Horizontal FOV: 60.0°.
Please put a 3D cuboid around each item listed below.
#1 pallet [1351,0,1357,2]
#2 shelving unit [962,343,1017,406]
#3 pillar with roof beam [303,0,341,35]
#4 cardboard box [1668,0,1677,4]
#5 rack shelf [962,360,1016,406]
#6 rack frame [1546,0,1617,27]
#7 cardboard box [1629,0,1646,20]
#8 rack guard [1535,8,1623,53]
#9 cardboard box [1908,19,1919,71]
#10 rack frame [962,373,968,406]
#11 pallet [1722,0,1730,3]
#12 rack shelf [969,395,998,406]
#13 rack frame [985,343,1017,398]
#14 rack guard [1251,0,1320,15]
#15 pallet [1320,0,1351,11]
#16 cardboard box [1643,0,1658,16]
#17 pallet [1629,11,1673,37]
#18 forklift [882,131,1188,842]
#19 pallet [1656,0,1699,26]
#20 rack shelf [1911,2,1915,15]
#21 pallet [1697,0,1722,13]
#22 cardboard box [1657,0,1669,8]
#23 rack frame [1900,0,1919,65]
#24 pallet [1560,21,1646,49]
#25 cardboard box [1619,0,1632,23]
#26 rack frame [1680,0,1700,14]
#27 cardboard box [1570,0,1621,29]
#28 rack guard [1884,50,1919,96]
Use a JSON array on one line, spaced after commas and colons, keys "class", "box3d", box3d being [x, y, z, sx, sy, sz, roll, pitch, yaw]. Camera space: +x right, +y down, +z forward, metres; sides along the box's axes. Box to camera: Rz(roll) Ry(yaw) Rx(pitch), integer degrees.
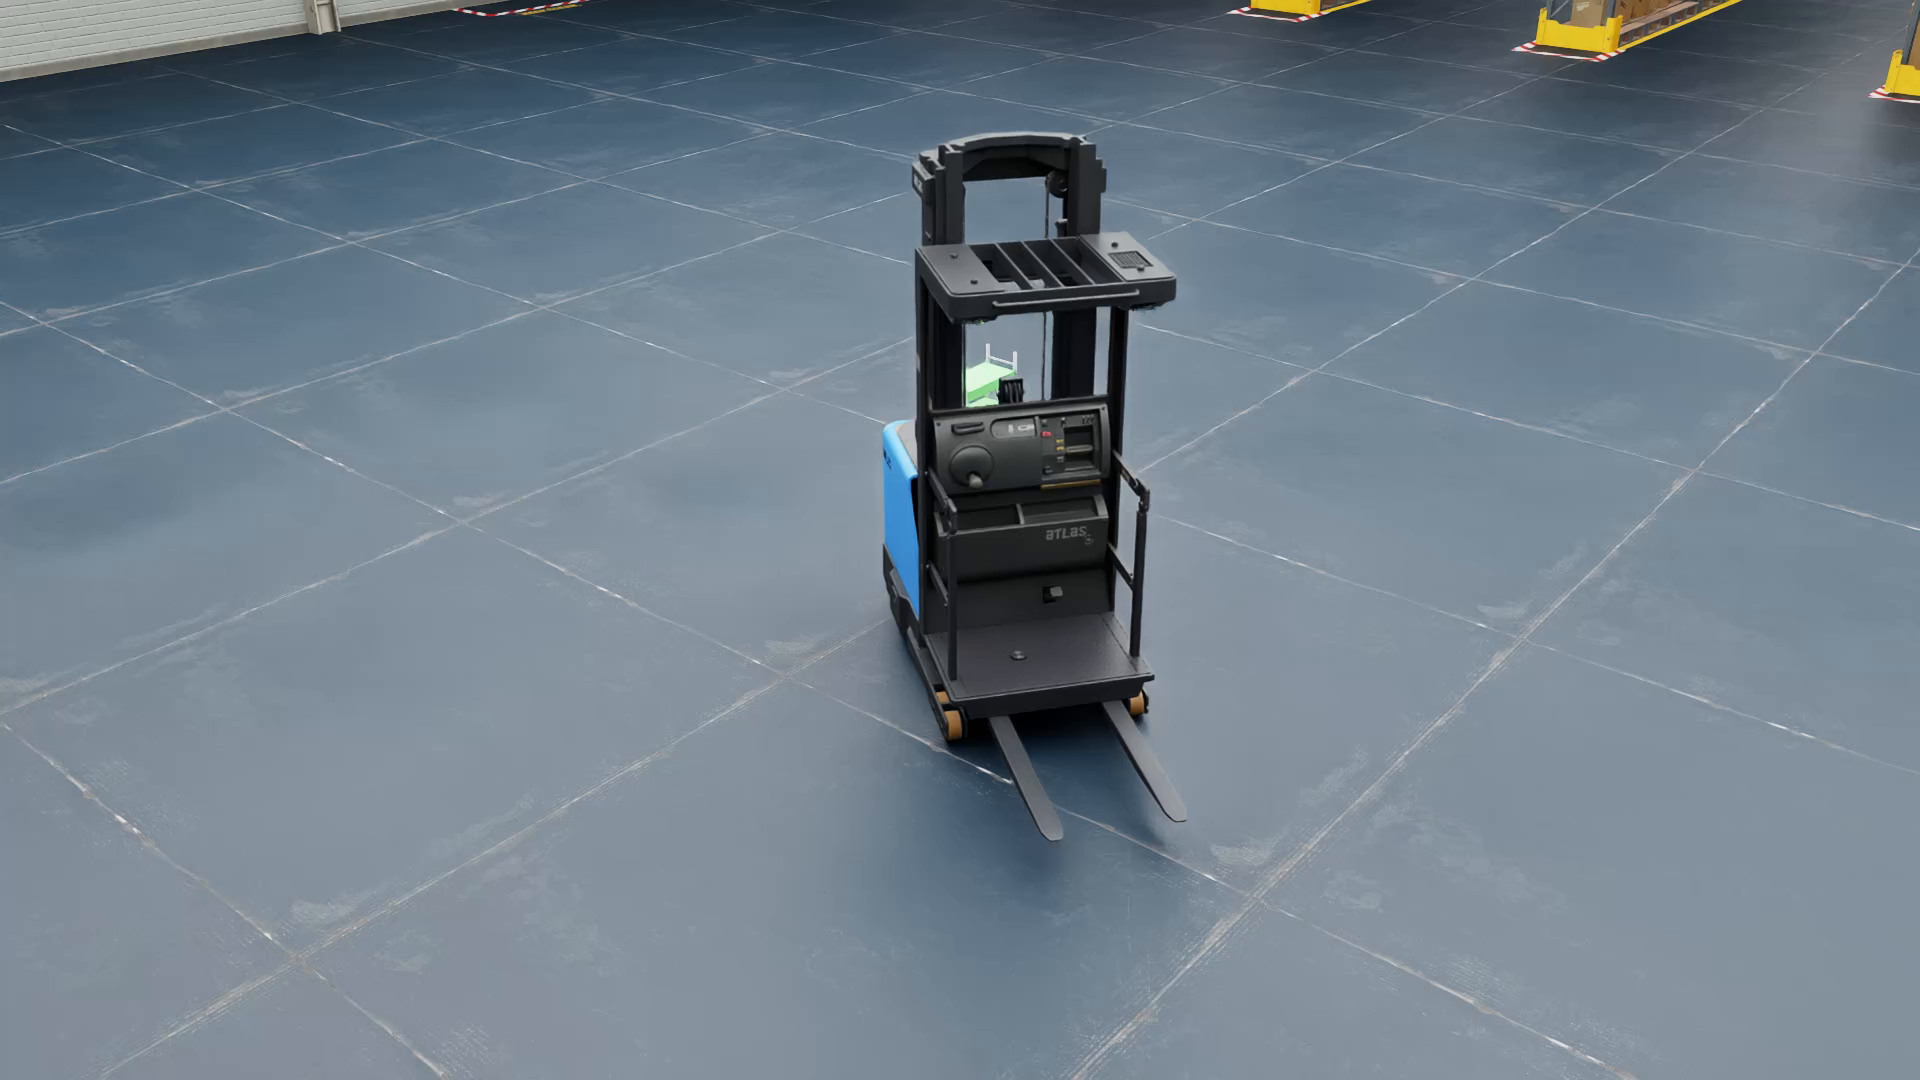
[{"class": "pallet", "box3d": [6.769, -9.745, 29.358, 1.003, 0.211, 1.213, 21, 34, 34]}, {"class": "shelving unit", "box3d": [0.105, -0.592, 10.588, 0.258, 1.200, 0.503, 21, 34, 34]}, {"class": "pillar with roof beam", "box3d": [-6.718, -10.774, 21.784, 9.100, 9.000, 0.400, 21, 34, 34]}, {"class": "cardboard box", "box3d": [11.541, -9.143, 27.422, 0.500, 0.500, 0.500, 20, 33, 33]}, {"class": "rack shelf", "box3d": [0.105, -0.961, 10.397, 0.258, 0.148, 0.480, 21, 34, 34]}, {"class": "rack frame", "box3d": [9.282, -8.779, 24.455, 1.000, 3.000, 0.127, 21, 34, 34]}, {"class": "cardboard box", "box3d": [10.459, -8.510, 26.199, 0.500, 0.500, 0.500, 25, 36, 39]}, {"class": "rack guard", "box3d": [9.330, -7.695, 25.081, 1.175, 0.500, 0.348, 21, 34, 34]}, {"class": "cardboard box", "box3d": [13.425, -6.796, 22.477, 0.875, 0.875, 0.875, 21, 34, 35]}, {"class": "rack frame", "box3d": [-0.050, -0.505, 10.421, 0.240, 1.200, 0.015, 21, 34, 34]}, {"class": "pallet", "box3d": [13.096, -9.669, 29.211, 1.003, 0.211, 1.213, 21, 34, 34]}, {"class": "rack shelf", "box3d": [0.105, -0.748, 10.507, 0.258, 0.148, 0.480, 21, 34, 34]}, {"class": "rack frame", "box3d": [0.261, -0.678, 10.755, 0.240, 1.200, 0.015, 21, 34, 34]}, {"class": "rack guard", "box3d": [5.472, -9.157, 27.906, 1.175, 0.500, 0.348, 21, 34, 34]}, {"class": "pallet", "box3d": [5.993, -9.315, 28.526, 1.003, 0.211, 1.213, 21, 34, 34]}, {"class": "cardboard box", "box3d": [10.848, -8.695, 26.556, 0.500, 0.500, 0.500, 17, 32, 30]}, {"class": "pallet", "box3d": [10.651, -8.275, 26.517, 1.003, 0.211, 1.213, 21, 34, 34]}, {"class": "forklift", "box3d": [0.377, -0.439, 8.409, 1.130, 2.935, 3.031, -6, 28, -12]}, {"class": "pallet", "box3d": [11.426, -8.710, 27.357, 1.003, 0.211, 1.213, 21, 34, 34]}, {"class": "rack shelf", "box3d": [14.317, -7.683, 23.119, 1.077, 0.370, 4.000, 21, 34, 34]}, {"class": "pallet", "box3d": [12.320, -9.235, 28.371, 1.003, 0.211, 1.213, 21, 34, 34]}, {"class": "cardboard box", "box3d": [11.183, -8.938, 27.026, 0.500, 0.500, 0.500, -16, 31, -28]}, {"class": "rack frame", "box3d": [13.045, -7.293, 21.583, 1.000, 3.000, 0.127, 21, 34, 34]}, {"class": "pallet", "box3d": [9.874, -7.845, 25.684, 1.003, 0.211, 1.213, 21, 34, 34]}, {"class": "cardboard box", "box3d": [10.046, -8.293, 25.780, 0.500, 0.500, 0.500, -18, 32, -31]}, {"class": "rack frame", "box3d": [11.826, -10.197, 27.196, 1.000, 3.000, 0.127, 21, 34, 34]}, {"class": "cardboard box", "box3d": [9.692, -8.071, 25.351, 0.500, 0.500, 0.500, -21, 34, -35]}, {"class": "rack guard", "box3d": [13.030, -6.174, 22.141, 1.175, 0.500, 0.348, 21, 34, 34]}]
